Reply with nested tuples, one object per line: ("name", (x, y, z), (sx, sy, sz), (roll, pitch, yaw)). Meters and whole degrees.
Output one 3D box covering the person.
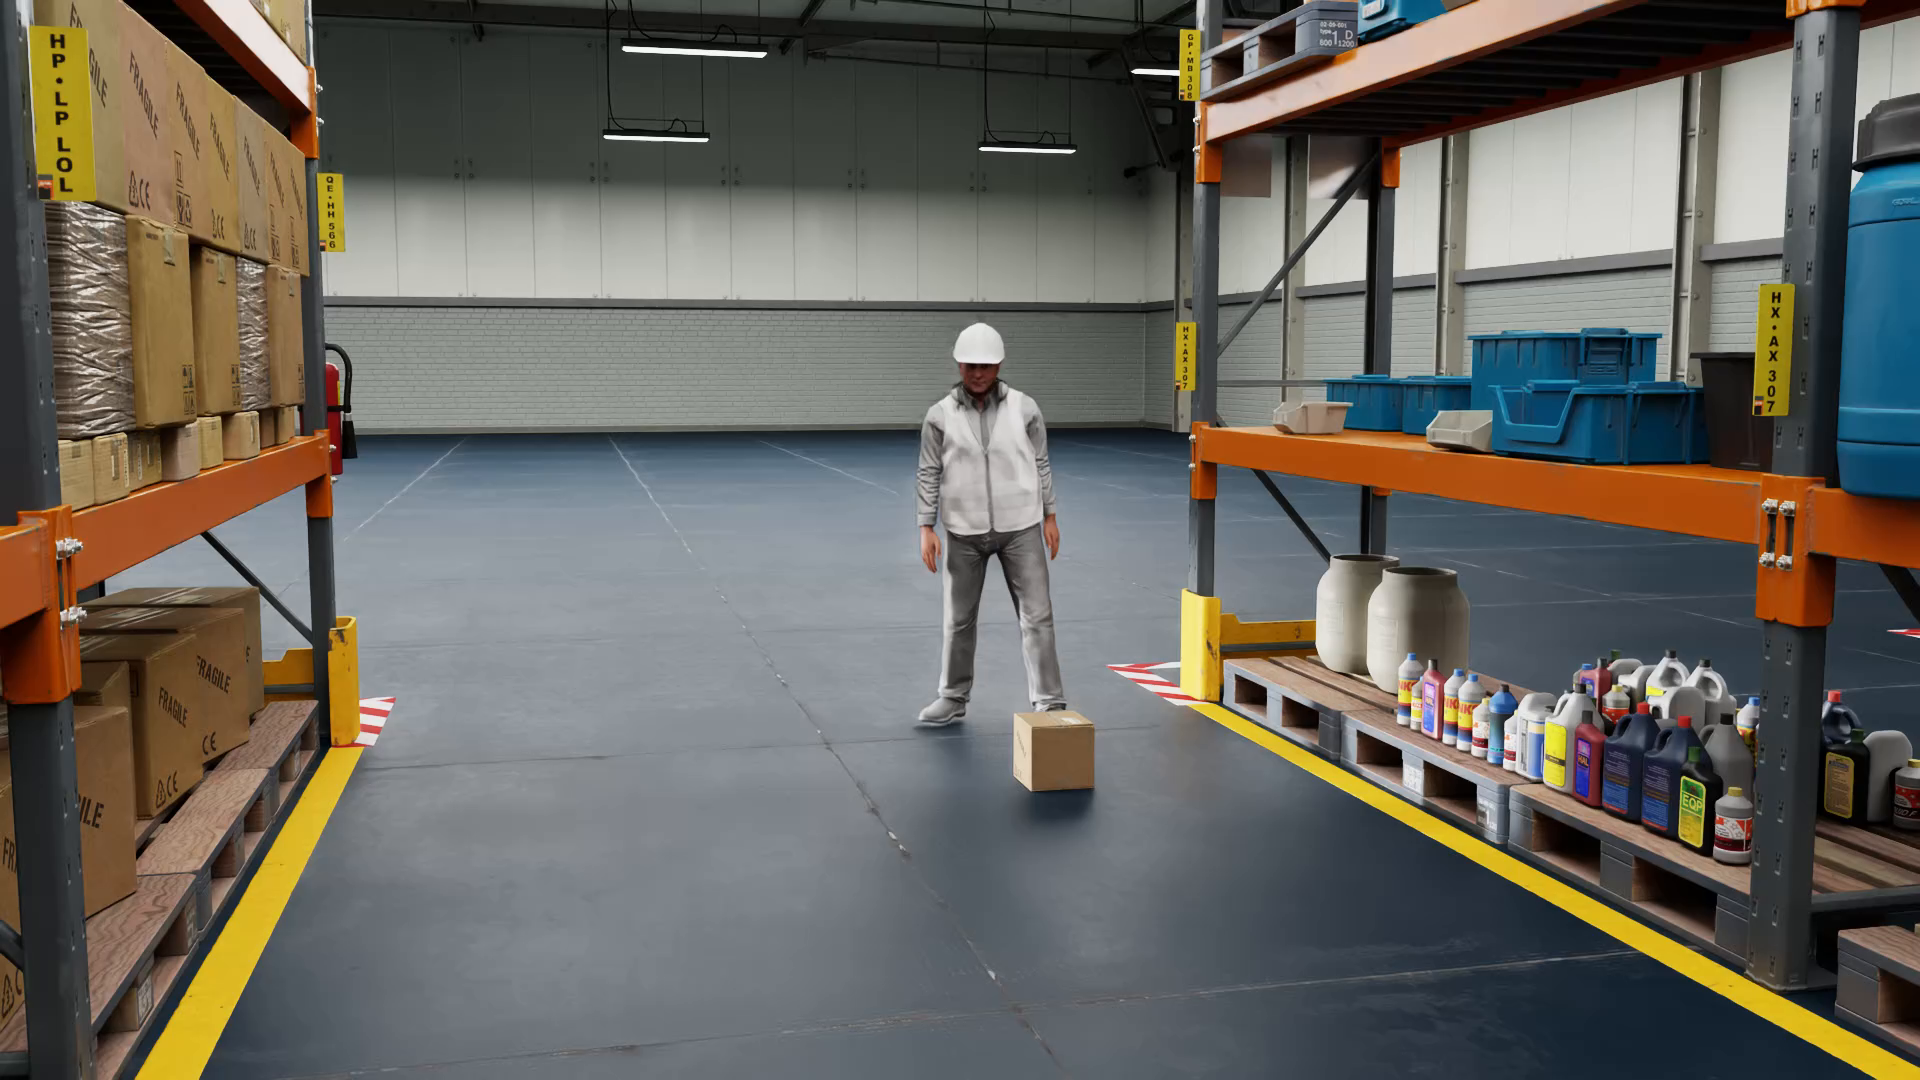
("person", (0.165, -0.049, 7.154), (0.711, 1.753, 0.643), (0, 6, 0))
